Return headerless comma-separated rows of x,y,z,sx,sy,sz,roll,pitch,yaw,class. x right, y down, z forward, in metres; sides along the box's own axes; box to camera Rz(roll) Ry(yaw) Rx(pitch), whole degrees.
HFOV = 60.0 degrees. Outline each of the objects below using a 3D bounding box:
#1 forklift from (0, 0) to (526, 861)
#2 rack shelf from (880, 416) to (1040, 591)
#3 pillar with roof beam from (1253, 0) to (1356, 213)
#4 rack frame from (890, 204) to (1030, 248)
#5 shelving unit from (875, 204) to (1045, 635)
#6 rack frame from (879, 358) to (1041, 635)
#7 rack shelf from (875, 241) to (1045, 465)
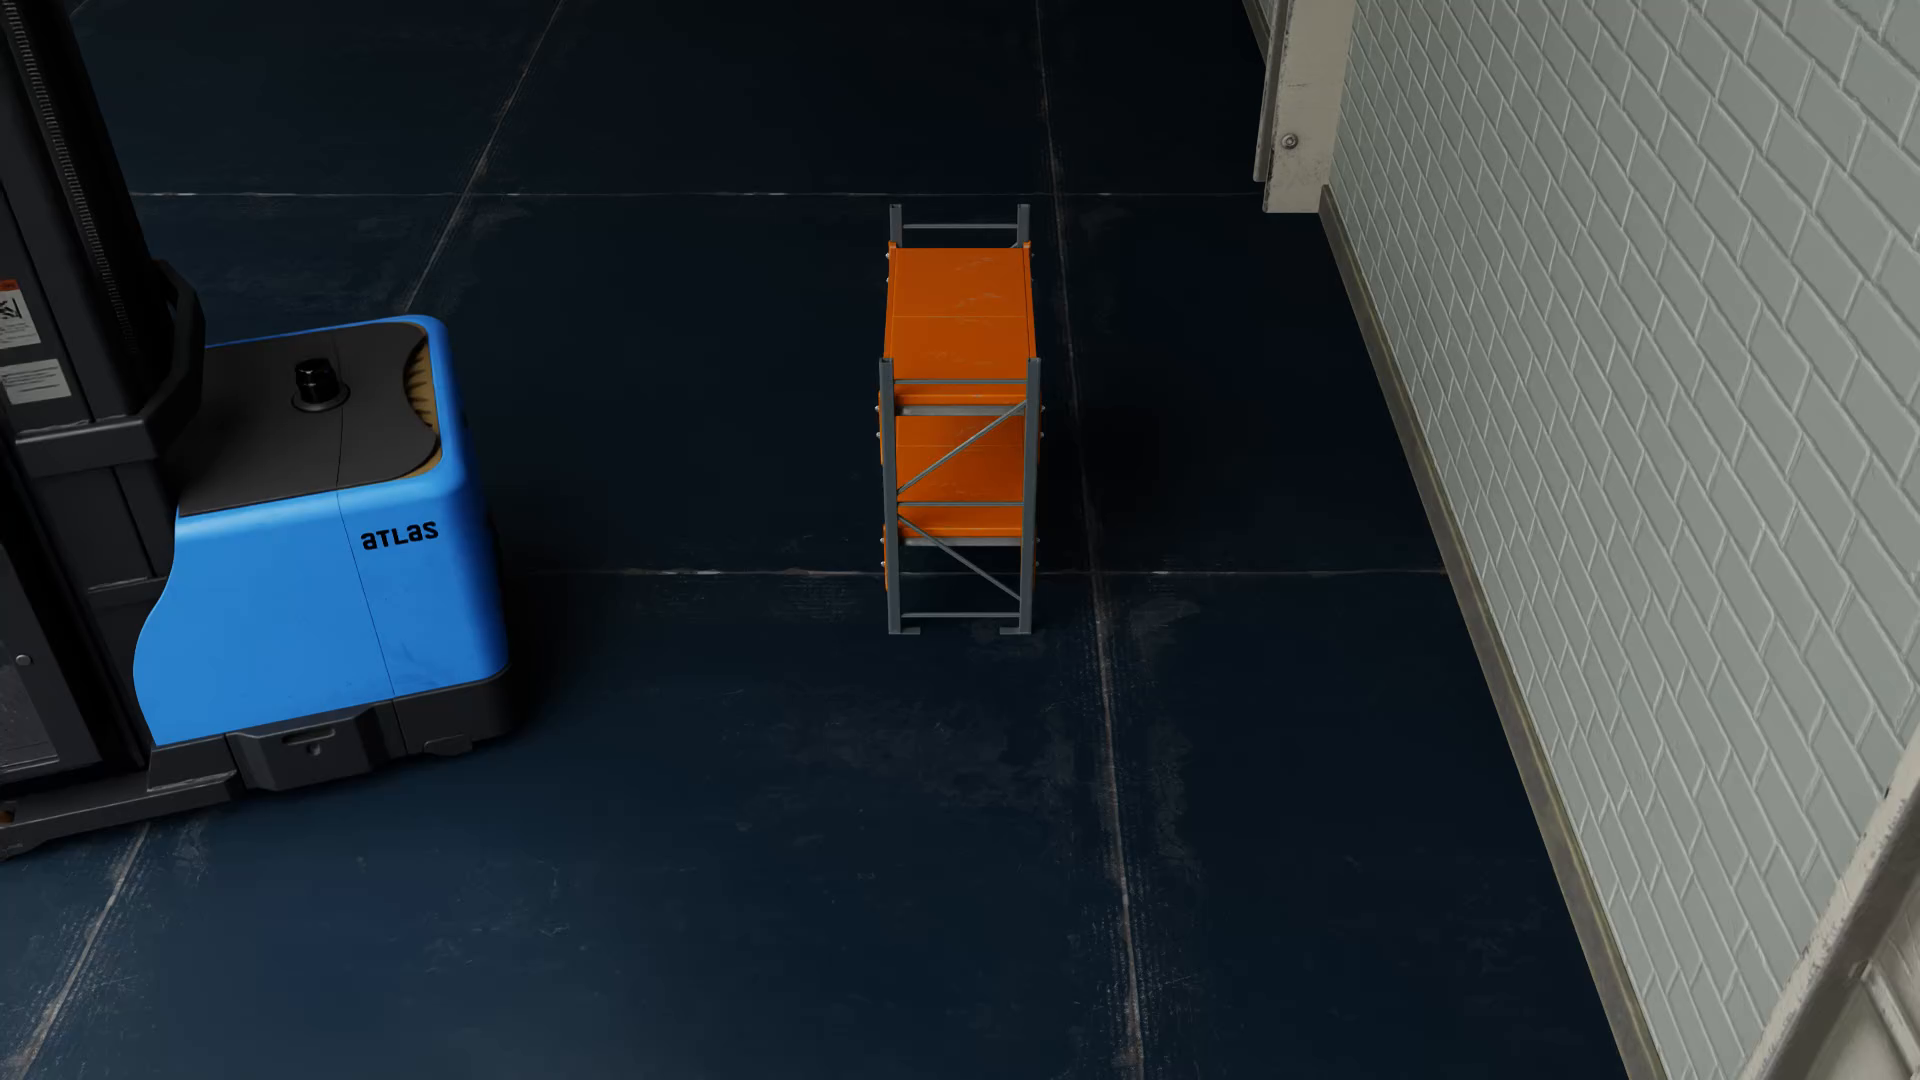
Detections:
-2.992,-0.501,4.532,3.031,2.935,1.130,-11,40,-14,forklift
0.000,-0.244,6.046,0.538,0.278,1.000,0,39,0,rack shelf
-2.637,-5.265,5.624,9.100,9.000,0.400,0,39,0,pillar with roof beam
-0.001,-0.753,6.290,0.500,1.125,0.032,0,39,0,rack frame
0.000,-0.435,5.893,0.538,1.125,1.048,0,39,0,shelving unit
0.001,-0.117,5.496,0.500,1.125,0.032,0,39,0,rack frame
0.000,-0.663,5.710,0.538,0.278,1.000,0,39,0,rack shelf
